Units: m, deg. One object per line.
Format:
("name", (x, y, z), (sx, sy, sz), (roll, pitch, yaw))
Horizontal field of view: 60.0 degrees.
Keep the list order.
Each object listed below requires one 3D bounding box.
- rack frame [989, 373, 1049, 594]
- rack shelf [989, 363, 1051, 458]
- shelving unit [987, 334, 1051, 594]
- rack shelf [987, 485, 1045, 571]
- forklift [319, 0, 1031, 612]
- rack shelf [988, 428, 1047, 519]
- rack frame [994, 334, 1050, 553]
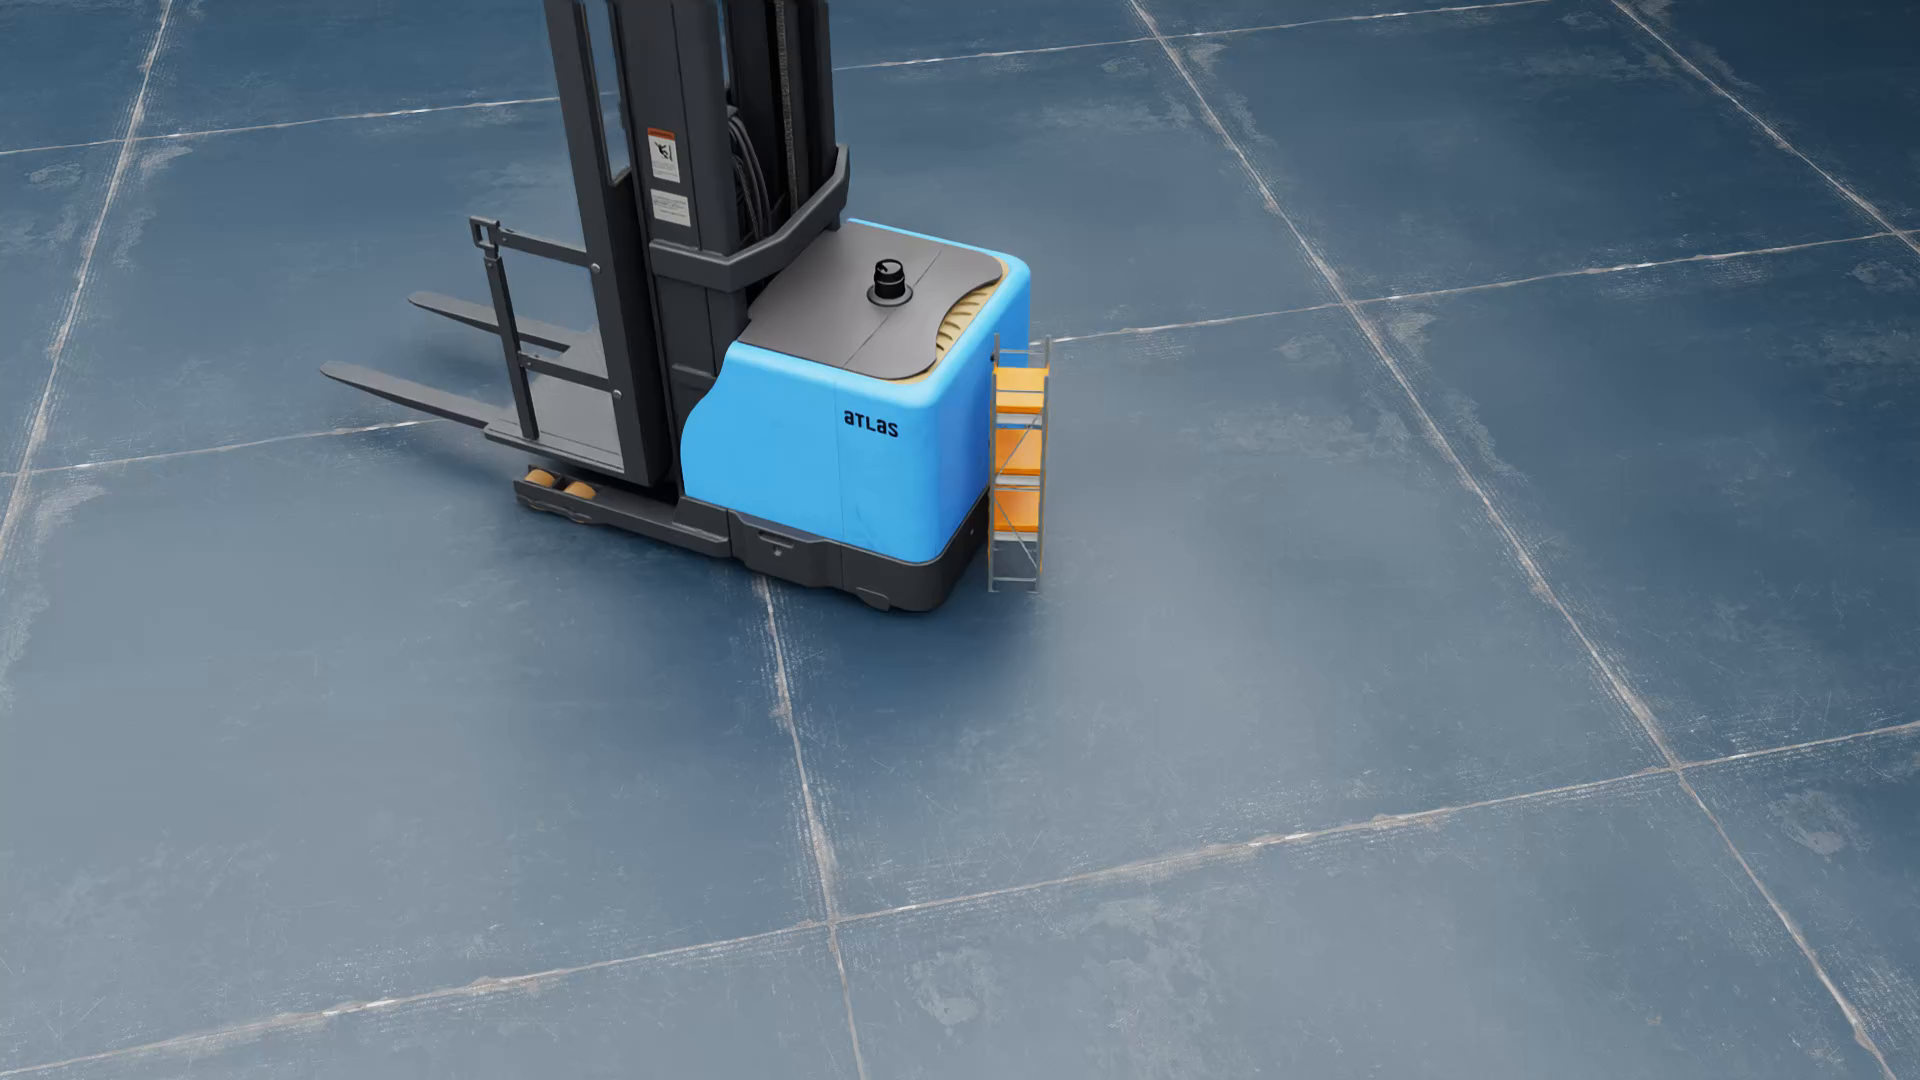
("rack frame", (0.212, -0.186, 6.168), (0.200, 1.050, 0.008), (2, 42, 2))
("rack shelf", (0.219, -0.471, 6.078), (0.215, 0.259, 0.240), (2, 42, 2))
("shelving unit", (0.219, -0.266, 6.259), (0.215, 1.050, 0.252), (2, 42, 2))
("rack shelf", (0.219, -0.051, 6.451), (0.215, 0.259, 0.240), (2, 42, 2))
("forklift", (-1.278, -1.471, 6.199), (3.031, 2.935, 1.130), (16, 44, 18))
("rack shelf", (0.219, -0.259, 6.266), (0.215, 0.259, 0.240), (2, 42, 2))
("rack frame", (0.226, -0.347, 6.350), (0.200, 1.050, 0.008), (2, 42, 2))
